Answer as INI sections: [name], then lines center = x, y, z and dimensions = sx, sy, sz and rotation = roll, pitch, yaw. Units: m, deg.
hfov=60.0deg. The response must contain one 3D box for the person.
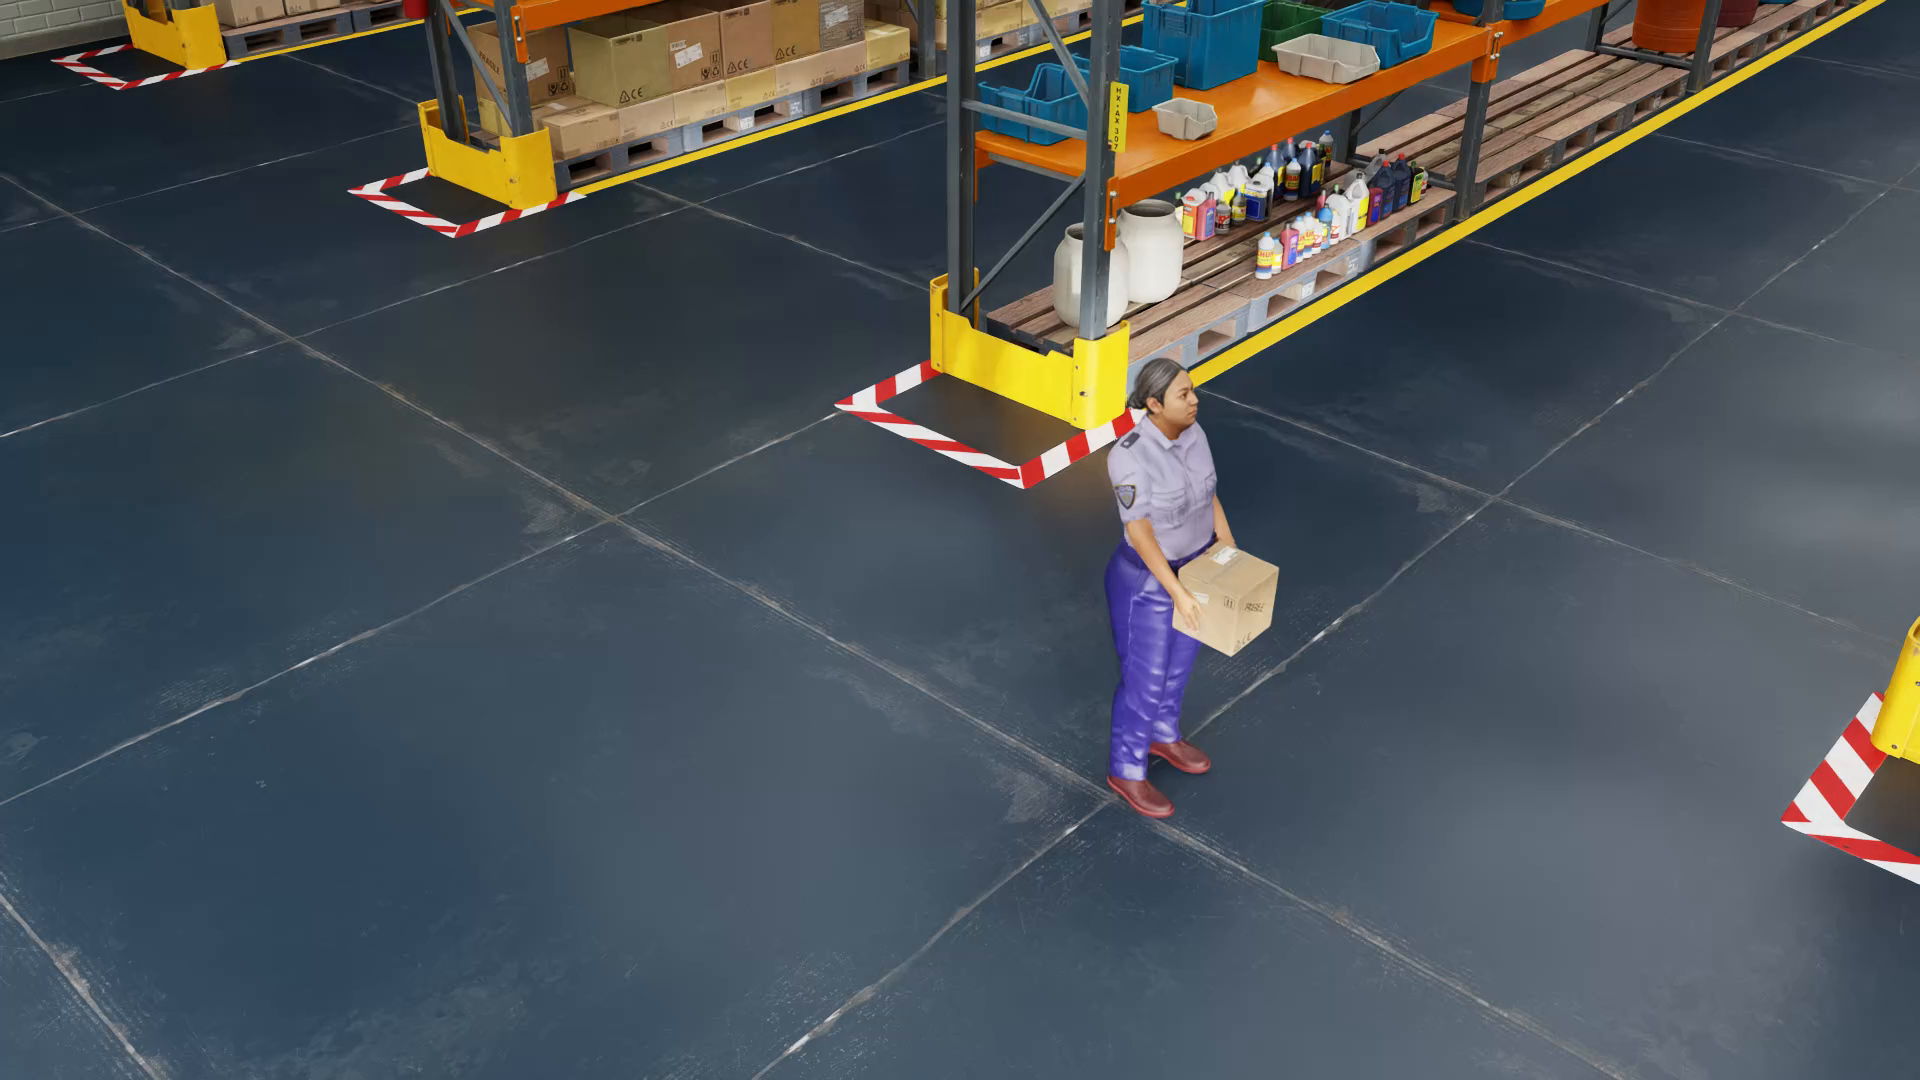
[person]
center = 0.759, 0.159, 5.886
dimensions = 0.439, 1.650, 0.525
rotation = 27, 40, 36
